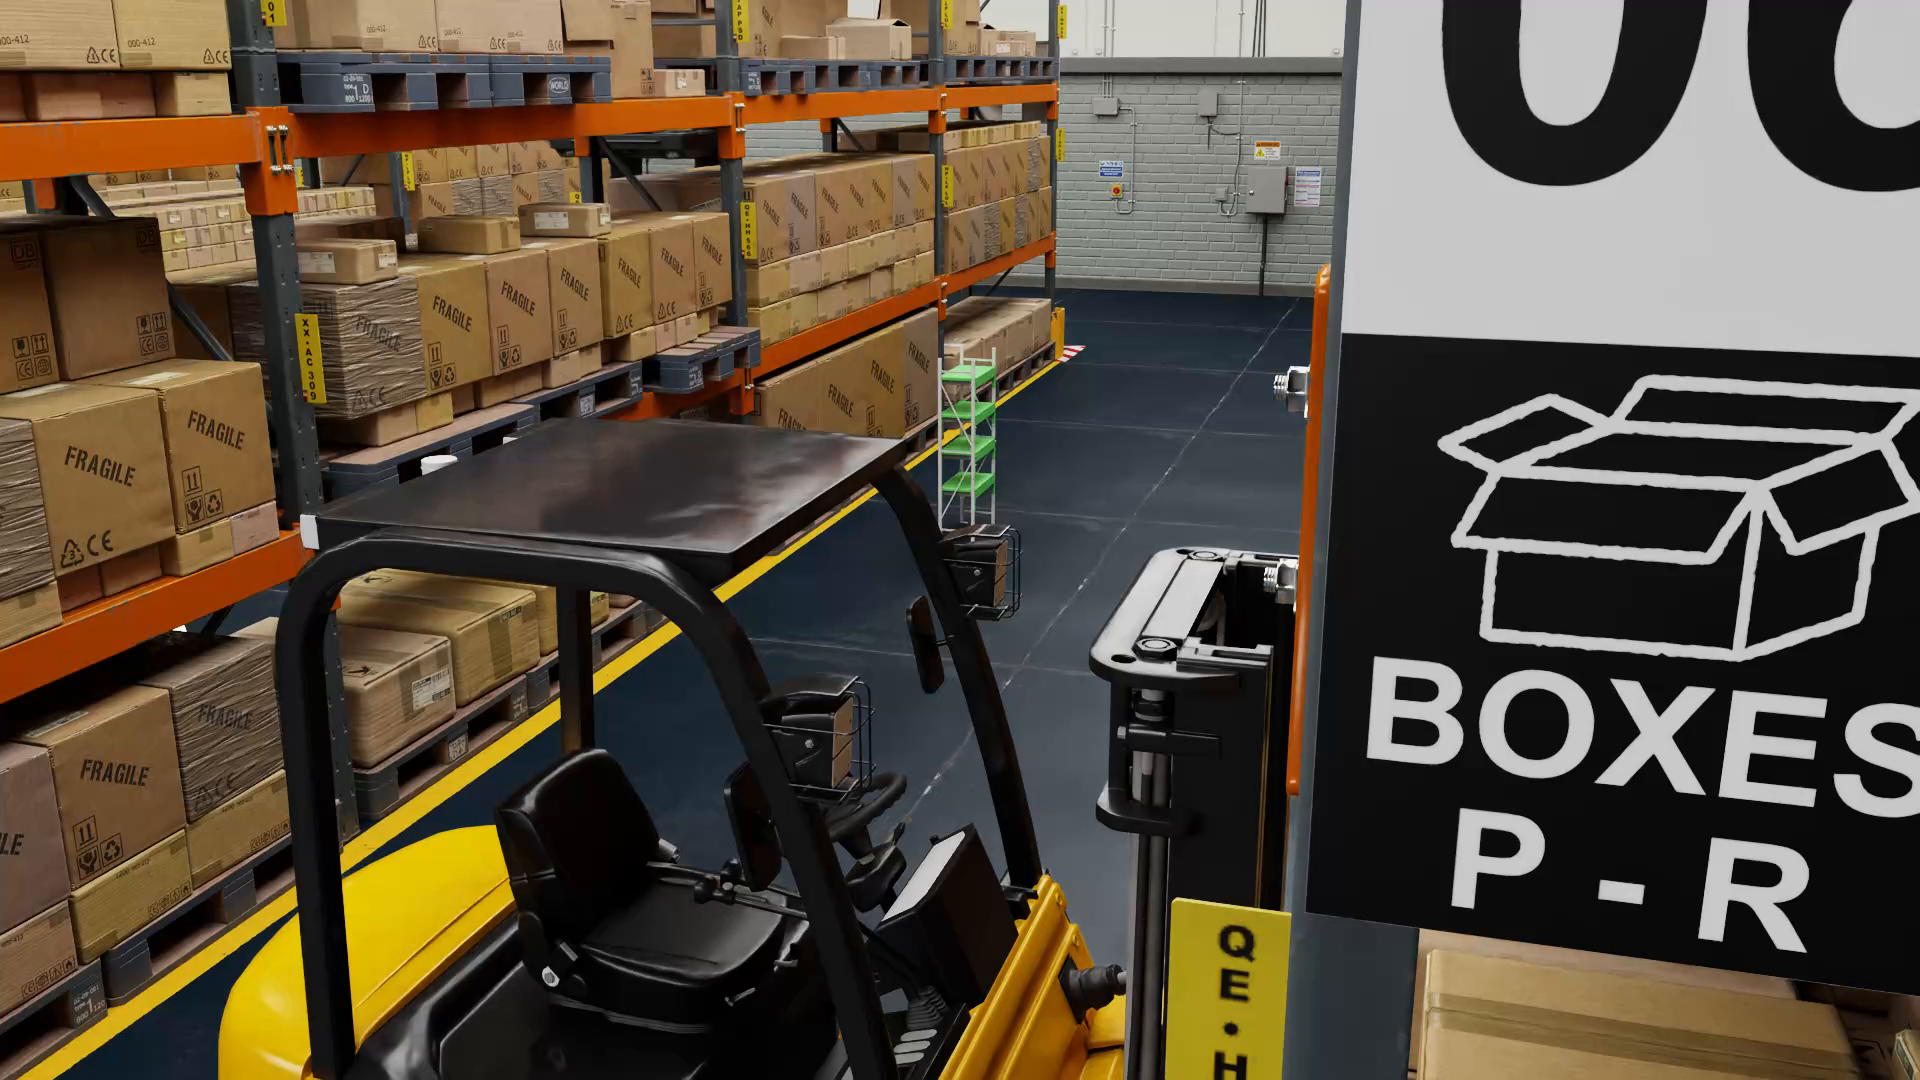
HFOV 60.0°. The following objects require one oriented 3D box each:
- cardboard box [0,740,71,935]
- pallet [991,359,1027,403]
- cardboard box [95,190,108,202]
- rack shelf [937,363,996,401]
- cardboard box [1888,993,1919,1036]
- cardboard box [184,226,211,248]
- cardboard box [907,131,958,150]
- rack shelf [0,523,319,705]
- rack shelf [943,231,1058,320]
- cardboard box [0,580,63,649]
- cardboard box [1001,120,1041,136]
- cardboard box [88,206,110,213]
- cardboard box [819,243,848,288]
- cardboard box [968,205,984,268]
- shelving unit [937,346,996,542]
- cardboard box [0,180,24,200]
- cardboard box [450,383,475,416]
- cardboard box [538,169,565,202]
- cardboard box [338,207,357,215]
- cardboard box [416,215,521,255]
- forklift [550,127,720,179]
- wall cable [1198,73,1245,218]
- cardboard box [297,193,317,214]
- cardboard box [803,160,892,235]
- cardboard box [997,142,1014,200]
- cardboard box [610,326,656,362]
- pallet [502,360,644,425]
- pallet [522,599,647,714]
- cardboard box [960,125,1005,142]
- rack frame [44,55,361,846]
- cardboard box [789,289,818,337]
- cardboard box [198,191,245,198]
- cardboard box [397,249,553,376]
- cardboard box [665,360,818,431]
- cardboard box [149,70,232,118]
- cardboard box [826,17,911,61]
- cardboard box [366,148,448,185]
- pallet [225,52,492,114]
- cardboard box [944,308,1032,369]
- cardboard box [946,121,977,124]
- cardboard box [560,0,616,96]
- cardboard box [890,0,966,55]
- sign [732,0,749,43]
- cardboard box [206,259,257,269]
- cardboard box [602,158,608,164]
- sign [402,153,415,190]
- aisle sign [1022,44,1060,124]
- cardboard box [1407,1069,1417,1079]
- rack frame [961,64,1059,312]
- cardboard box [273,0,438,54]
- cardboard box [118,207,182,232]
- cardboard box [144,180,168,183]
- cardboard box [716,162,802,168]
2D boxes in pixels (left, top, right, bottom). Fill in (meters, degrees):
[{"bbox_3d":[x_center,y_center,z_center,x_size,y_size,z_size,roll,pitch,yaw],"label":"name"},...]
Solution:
[{"bbox_3d":[-3.099,0.916,4.998,0.500,0.500,0.500,6,17,19],"label":"cardboard box"},{"bbox_3d":[0.008,-1.551,15.911,1.003,0.211,1.213,5,16,16],"label":"pallet"},{"bbox_3d":[-9.456,-3.587,17.709,0.500,0.250,0.500,5,17,17],"label":"cardboard box"},{"bbox_3d":[0.047,-1.021,10.705,0.258,0.148,0.480,5,16,16],"label":"rack shelf"},{"bbox_3d":[1.158,0.505,1.636,0.380,0.149,0.250,5,17,18],"label":"cardboard box"},{"bbox_3d":[-5.918,-2.298,12.579,0.380,0.149,0.250,5,16,16],"label":"cardboard box"},{"bbox_3d":[-0.232,-3.351,13.943,0.380,0.149,0.250,5,17,17],"label":"cardboard box"},{"bbox_3d":[-3.469,0.583,4.595,1.077,0.370,4.000,5,16,16],"label":"rack shelf"},{"bbox_3d":[-0.059,-2.557,15.664,1.077,0.370,4.000,5,16,16],"label":"rack shelf"},{"bbox_3d":[-2.986,0.208,5.058,0.380,0.149,0.250,4,16,15],"label":"cardboard box"},{"bbox_3d":[0.599,-4.158,16.786,0.380,0.149,0.250,5,17,17],"label":"cardboard box"},{"bbox_3d":[-6.619,-2.426,12.485,0.380,0.149,0.250,5,17,18],"label":"cardboard box"},{"bbox_3d":[-1.082,-1.879,11.316,0.500,0.250,0.500,5,16,16],"label":"cardboard box"},{"bbox_3d":[-0.096,-2.661,14.532,0.500,0.500,0.500,5,17,16],"label":"cardboard box"},{"bbox_3d":[0.047,-0.621,10.818,0.258,1.200,0.503,5,16,16],"label":"shelving unit"},{"bbox_3d":[-9.748,-3.685,16.680,0.500,0.500,0.500,5,16,16],"label":"cardboard box"},{"bbox_3d":[-2.354,-0.632,7.253,0.380,0.149,0.250,6,17,19],"label":"cardboard box"},{"bbox_3d":[-4.433,-3.569,17.188,0.500,0.500,0.500,5,16,16],"label":"cardboard box"},{"bbox_3d":[-5.400,-2.773,14.253,0.380,0.149,0.250,5,17,16],"label":"cardboard box"},{"bbox_3d":[-2.218,-1.379,7.509,0.380,0.149,0.250,6,17,19],"label":"cardboard box"},{"bbox_3d":[-2.421,-2.108,12.890,1.130,2.935,3.031,4,16,12],"label":"forklift"},{"bbox_3d":[3.452,-5.285,22.102,0.588,1.984,0.122,5,16,16],"label":"wall cable"},{"bbox_3d":[-5.554,-2.777,13.725,0.380,0.149,0.250,5,16,16],"label":"cardboard box"},{"bbox_3d":[-0.817,-2.505,12.149,0.500,0.500,0.500,5,17,18],"label":"cardboard box"},{"bbox_3d":[0.192,-3.411,15.342,0.500,0.500,0.500,5,16,15],"label":"cardboard box"},{"bbox_3d":[-1.811,-1.027,8.642,0.380,0.149,0.250,5,17,17],"label":"cardboard box"},{"bbox_3d":[-2.288,-0.720,8.221,1.003,0.211,1.213,5,16,16],"label":"pallet"},{"bbox_3d":[-2.336,0.531,8.570,1.003,0.211,1.213,5,16,16],"label":"pallet"},{"bbox_3d":[0.197,-3.752,15.357,0.380,0.149,0.250,5,17,18],"label":"cardboard box"},{"bbox_3d":[-2.901,-0.286,6.342,1.000,3.000,0.127,5,16,16],"label":"rack frame"},{"bbox_3d":[-1.255,-1.505,10.913,0.500,0.250,0.500,4,16,14],"label":"cardboard box"},{"bbox_3d":[-6.177,-2.831,13.915,0.380,0.149,0.250,4,16,15],"label":"cardboard box"},{"bbox_3d":[-2.197,-1.039,7.499,0.500,0.500,0.500,5,16,16],"label":"cardboard box"},{"bbox_3d":[-1.488,-0.687,10.879,0.875,0.875,0.875,4,16,15],"label":"cardboard box"},{"bbox_3d":[-2.698,-1.502,5.592,0.380,0.149,0.250,5,17,16],"label":"cardboard box"},{"bbox_3d":[-0.677,-3.735,12.396,0.500,0.311,0.500,5,16,16],"label":"cardboard box"},{"bbox_3d":[-5.040,-3.508,15.140,0.500,0.500,0.500,5,17,17],"label":"cardboard box"},{"bbox_3d":[-2.623,-1.792,6.499,1.213,0.211,1.003,5,16,16],"label":"pallet"},{"bbox_3d":[0.165,-1.975,16.220,0.875,0.438,0.875,5,17,17],"label":"cardboard box"},{"bbox_3d":[-0.047,-4.062,16.451,0.380,0.149,0.250,5,17,18],"label":"cardboard box"},{"bbox_3d":[-2.170,-2.424,8.193,0.797,0.503,0.637,5,16,16],"label":"cardboard box"},{"bbox_3d":[-0.259,-4.258,13.712,0.500,0.500,0.500,5,17,17],"label":"cardboard box"},{"bbox_3d":[-1.245,-2.982,9.401,0.100,0.325,0.005,5,16,16],"label":"sign"},{"bbox_3d":[-2.850,-0.948,7.177,0.500,0.500,0.500,5,17,16],"label":"cardboard box"},{"bbox_3d":[-4.157,-4.316,17.990,0.500,0.500,0.500,4,16,15],"label":"cardboard box"},{"bbox_3d":[-4.869,-3.252,14.675,0.100,0.325,0.005,5,16,16],"label":"sign"},{"bbox_3d":[0.827,-4.671,17.037,0.394,0.787,0.004,5,16,16],"label":"aisle sign"},{"bbox_3d":[0.596,0.602,1.837,0.380,0.149,0.250,5,17,17],"label":"cardboard box"},{"bbox_3d":[0.509,-3.426,17.411,1.000,3.000,0.127,5,16,16],"label":"rack frame"},{"bbox_3d":[-2.351,-1.981,6.325,0.500,0.250,0.500,4,16,14],"label":"cardboard box"},{"bbox_3d":[-5.998,-2.367,12.279,0.380,0.149,0.250,4,16,14],"label":"cardboard box"},{"bbox_3d":[-9.529,-4.024,19.250,0.500,0.250,0.500,4,16,15],"label":"cardboard box"},{"bbox_3d":[-1.432,-2.414,11.826,0.500,0.500,0.500,4,16,15],"label":"cardboard box"}]
